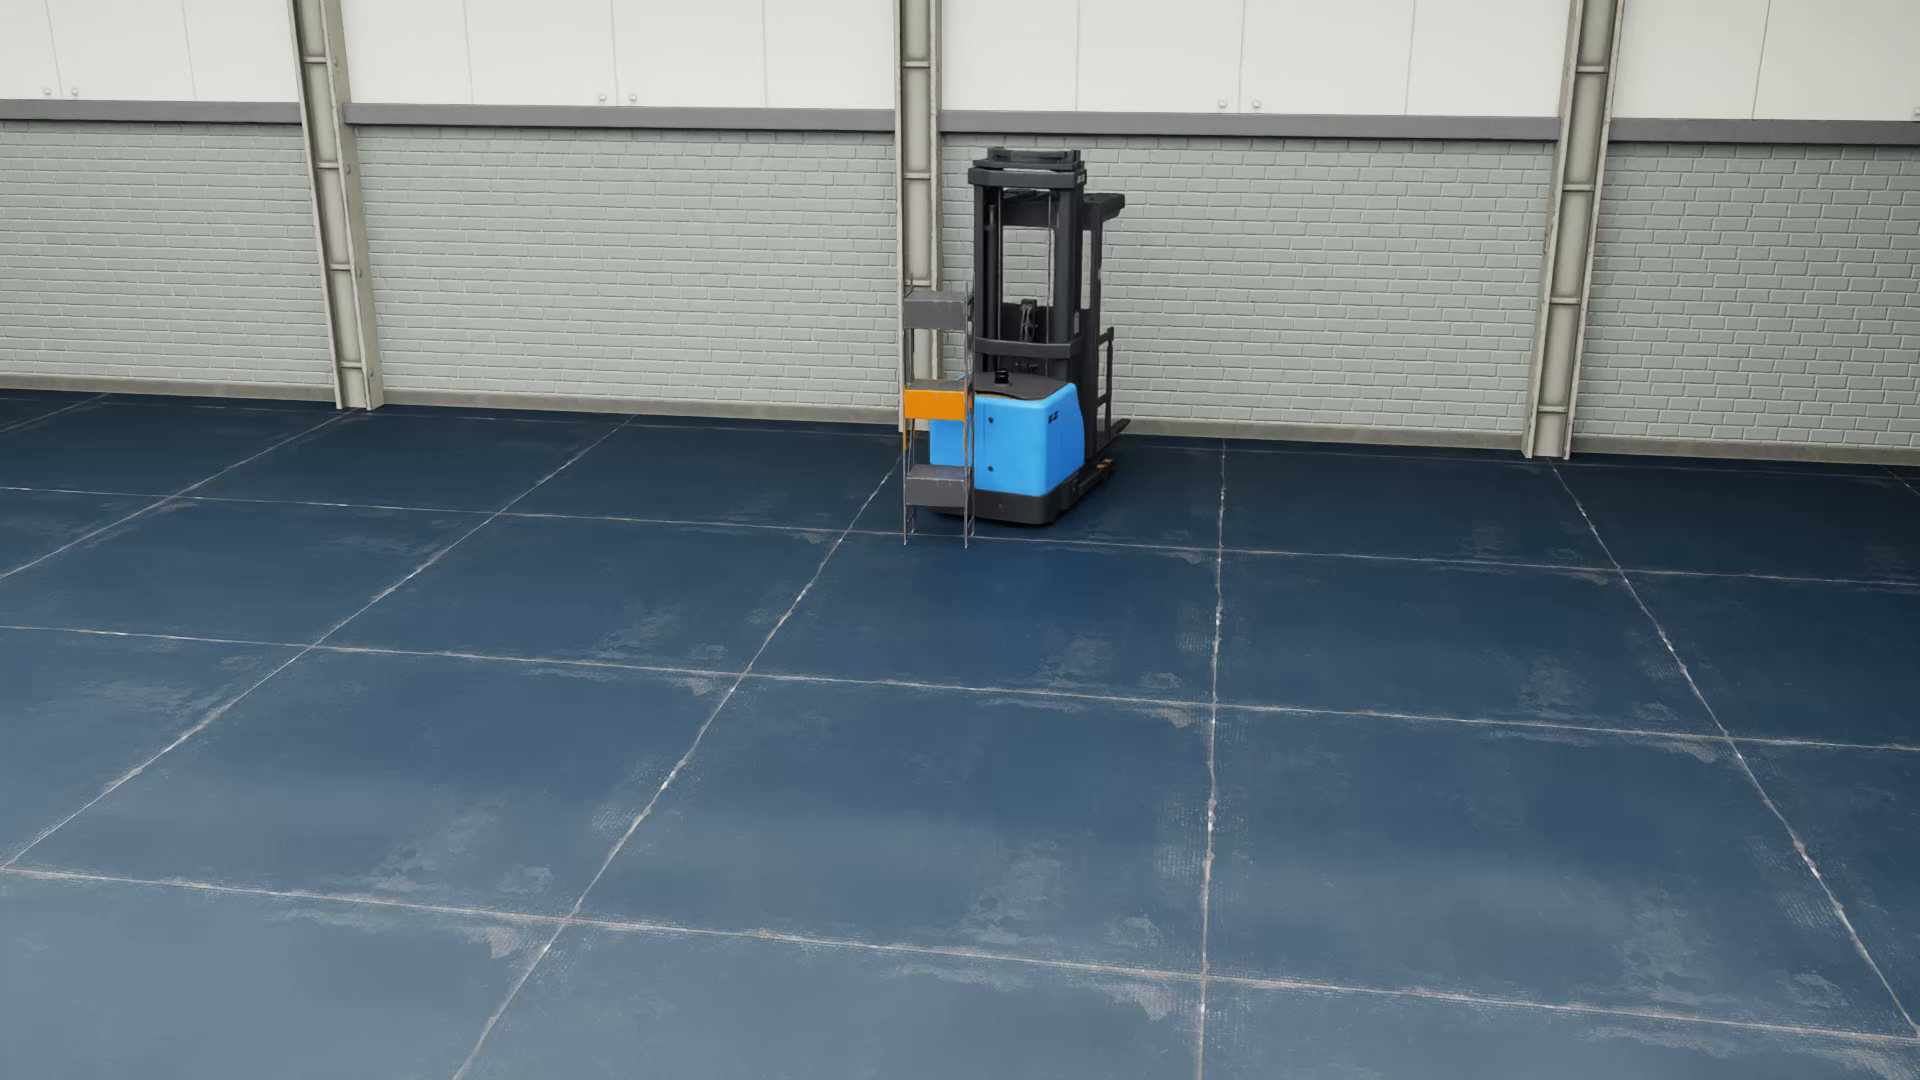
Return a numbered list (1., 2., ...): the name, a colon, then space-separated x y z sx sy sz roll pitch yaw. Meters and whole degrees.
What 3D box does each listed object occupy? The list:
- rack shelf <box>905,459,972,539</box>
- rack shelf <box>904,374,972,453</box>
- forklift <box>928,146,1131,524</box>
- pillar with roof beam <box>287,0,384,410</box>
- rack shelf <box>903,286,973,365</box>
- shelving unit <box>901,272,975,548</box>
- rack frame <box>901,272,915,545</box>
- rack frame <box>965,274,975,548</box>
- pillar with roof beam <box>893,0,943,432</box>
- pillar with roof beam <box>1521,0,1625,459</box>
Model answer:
1. rack shelf: -0.163 -0.327 13.221 0.480 0.518 0.431 3 19 9
2. rack shelf: -0.163 -0.991 12.999 0.480 0.518 0.431 3 19 9
3. forklift: 0.764 -1.944 14.494 1.130 2.935 3.031 7 20 21
4. pillar with roof beam: -6.997 -4.334 12.076 0.400 9.000 9.100 3 19 9
5. rack shelf: -0.163 -1.655 12.777 0.480 0.518 0.431 3 19 9
6. shelving unit: -0.163 -1.004 12.995 0.503 2.100 0.431 3 19 9
7. rack frame: -0.404 -1.016 13.032 0.015 2.100 0.400 3 19 9
8. rack frame: 0.077 -0.992 12.958 0.015 2.100 0.400 3 19 9
9. pillar with roof beam: -1.073 -4.033 11.173 0.400 9.000 9.100 3 19 9
10. pillar with roof beam: 4.851 -3.731 10.271 0.400 9.000 9.100 3 19 9
